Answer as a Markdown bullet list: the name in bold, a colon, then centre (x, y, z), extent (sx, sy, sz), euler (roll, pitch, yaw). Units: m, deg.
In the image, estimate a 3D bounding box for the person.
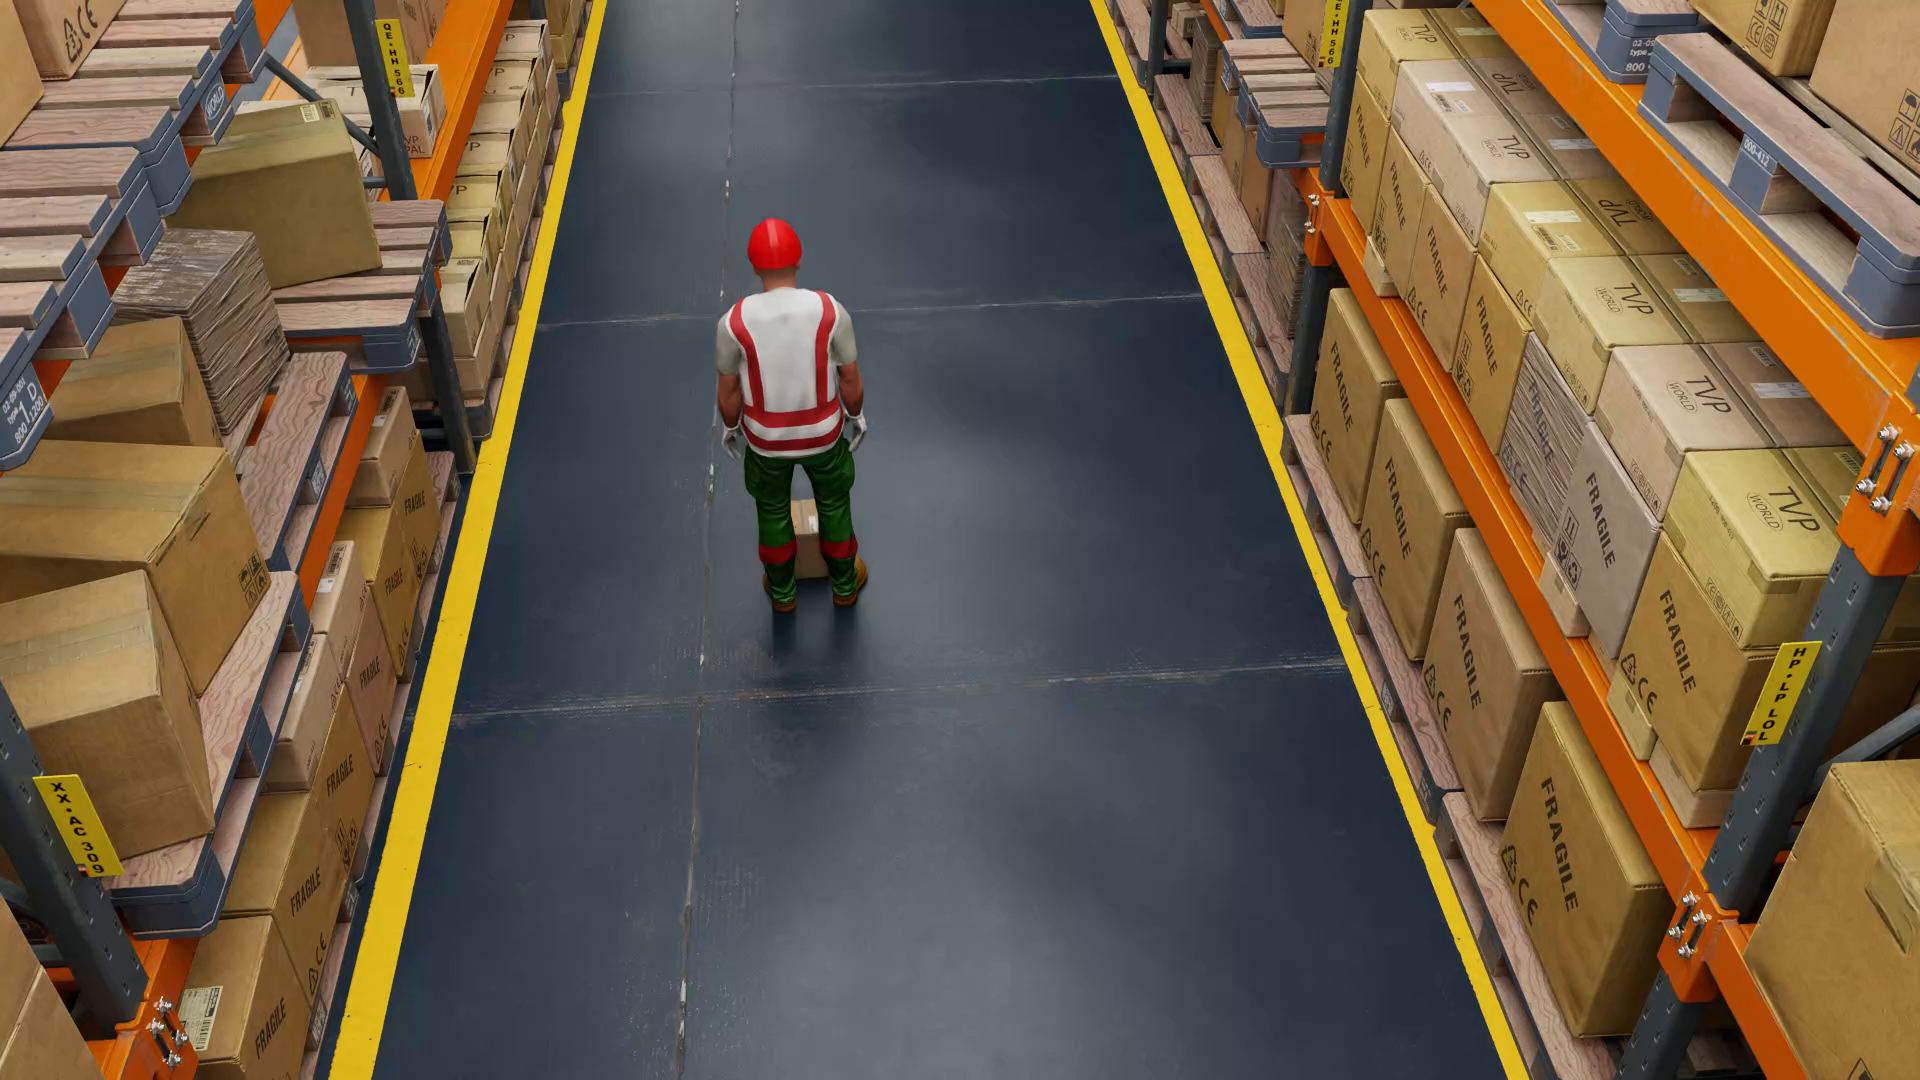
- **person**: centre (-0.670, -0.458, 6.712), extent (0.592, 1.778, 0.447), euler (-4, 39, -6)
